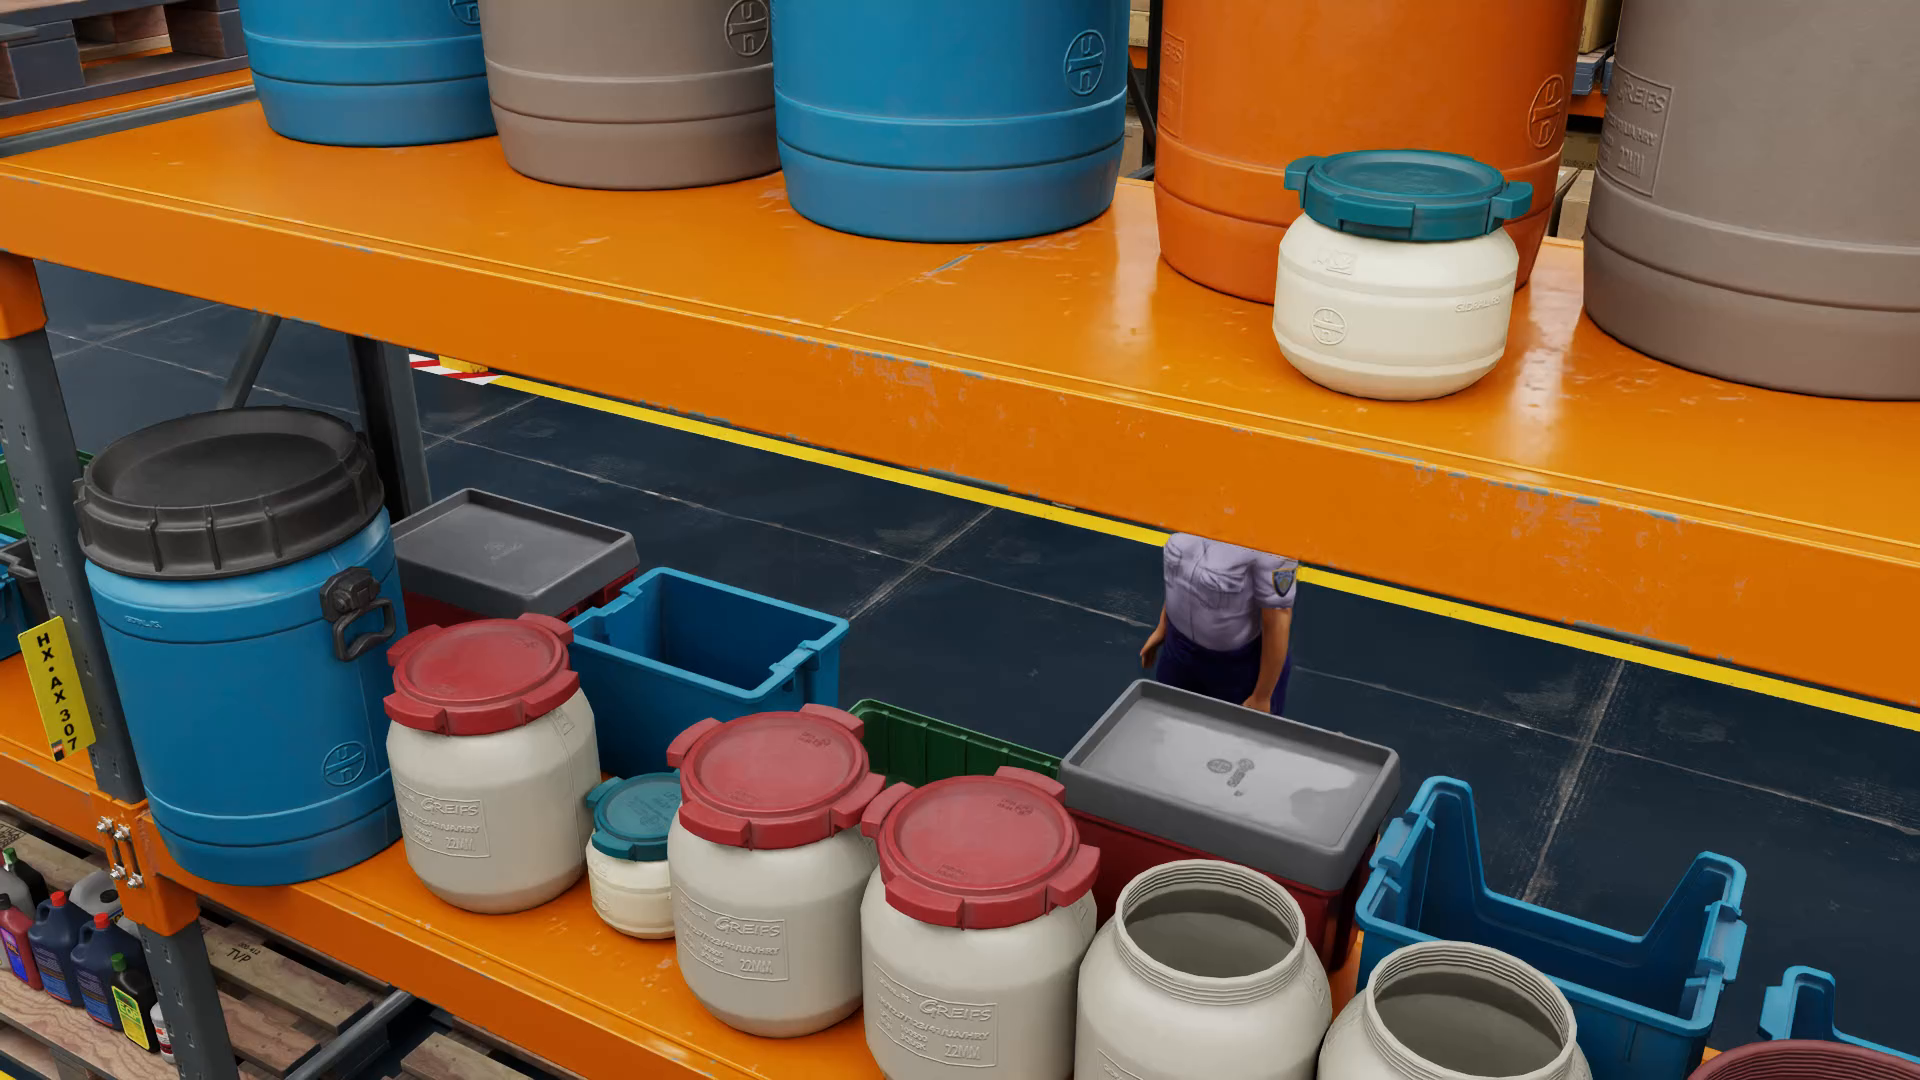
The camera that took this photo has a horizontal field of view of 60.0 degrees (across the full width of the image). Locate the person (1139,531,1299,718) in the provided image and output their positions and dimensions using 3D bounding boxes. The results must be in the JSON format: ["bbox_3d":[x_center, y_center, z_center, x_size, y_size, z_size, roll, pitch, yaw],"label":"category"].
[{"bbox_3d":[0.795,0.410,5.272,0.534,1.647,0.568,-19,32,-32],"label":"person"}]
